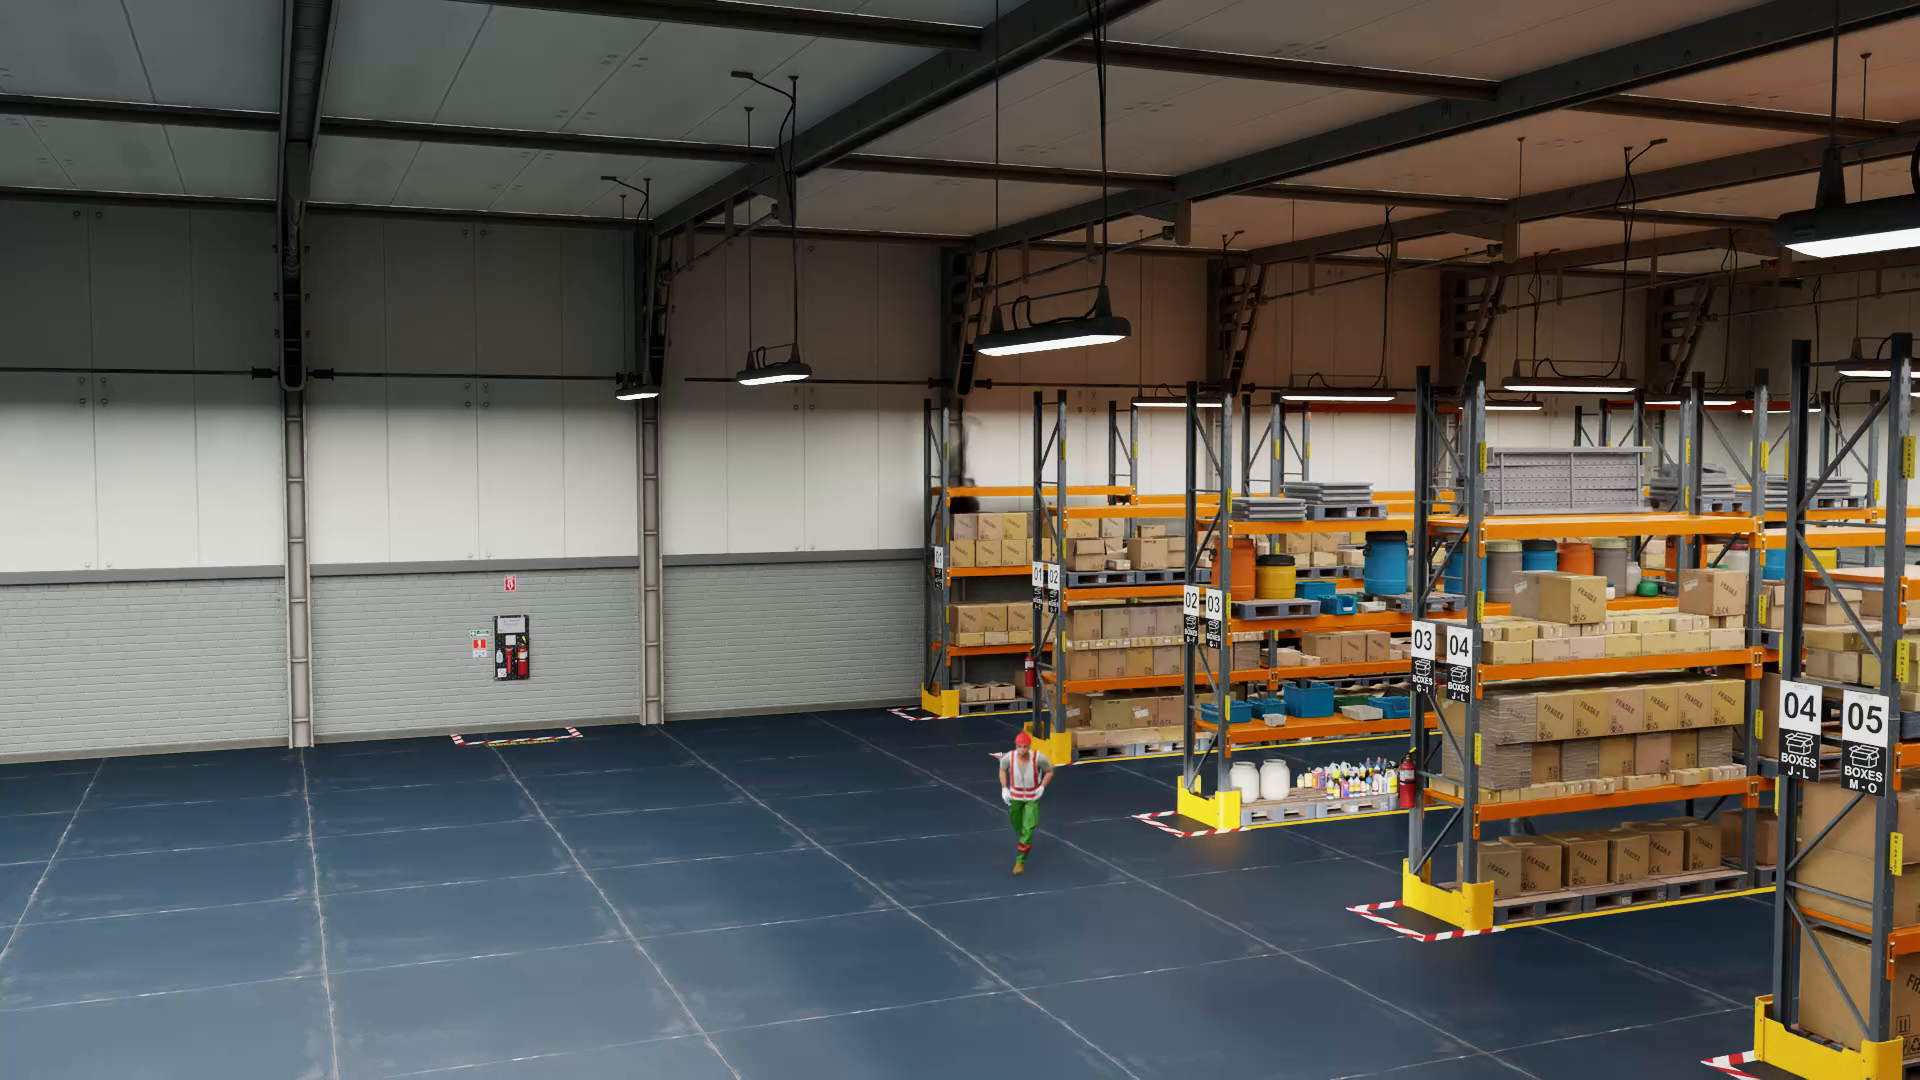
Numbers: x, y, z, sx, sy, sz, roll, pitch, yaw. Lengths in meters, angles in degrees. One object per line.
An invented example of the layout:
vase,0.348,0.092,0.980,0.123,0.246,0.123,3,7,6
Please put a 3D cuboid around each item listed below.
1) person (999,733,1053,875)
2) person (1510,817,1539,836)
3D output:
person,0.806,3.142,20.163,0.658,1.722,0.909,0,3,6
person,6.883,3.091,20.329,0.816,1.828,0.720,-2,4,-26
